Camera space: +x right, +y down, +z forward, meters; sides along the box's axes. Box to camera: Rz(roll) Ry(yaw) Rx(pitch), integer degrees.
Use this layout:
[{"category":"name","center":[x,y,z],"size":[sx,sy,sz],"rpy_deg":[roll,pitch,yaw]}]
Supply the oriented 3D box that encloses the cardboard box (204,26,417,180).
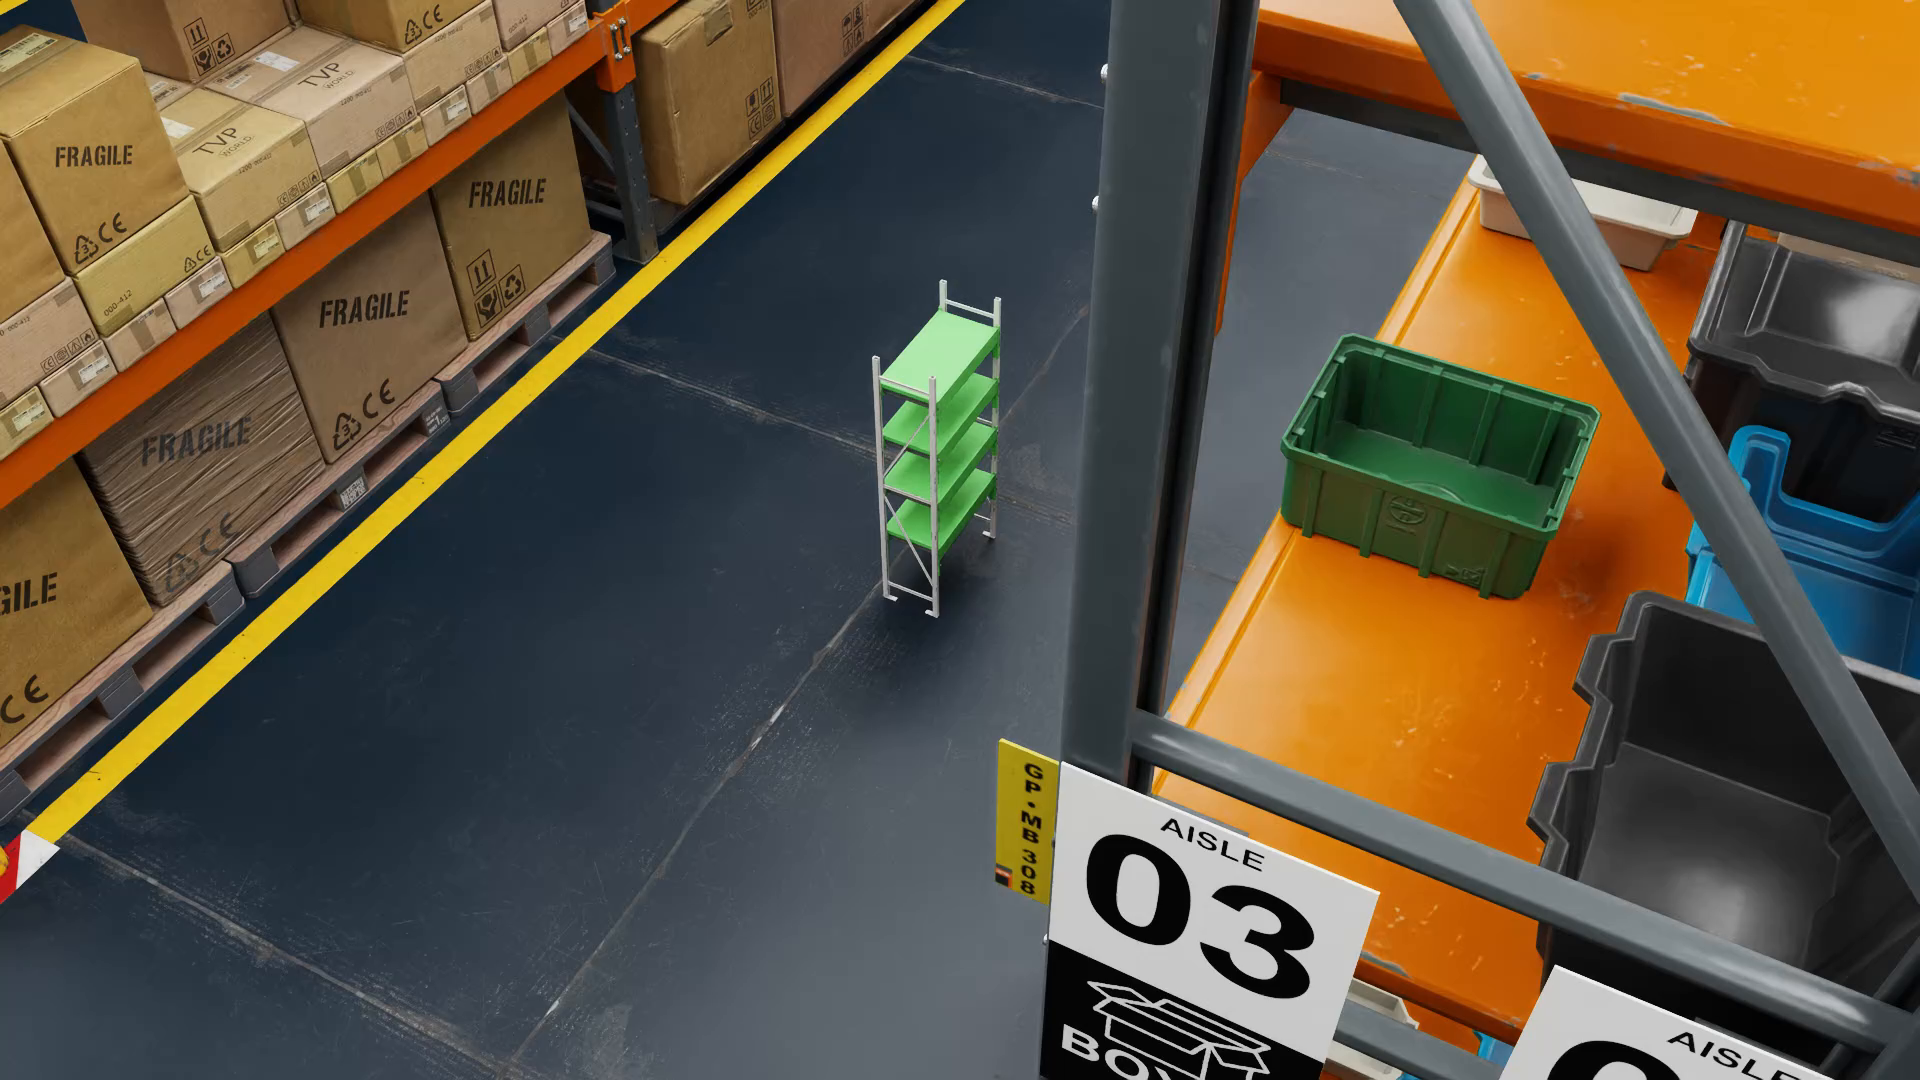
[{"category":"cardboard box","center":[-2.388,-1.620,6.138],"size":[0.500,0.250,0.500],"rpy_deg":[21,49,20]}]

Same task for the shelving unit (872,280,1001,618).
[{"category":"shelving unit","center":[-0.077,-0.317,6.220],"size":[0.258,1.200,0.503],"rpy_deg":[20,49,19]}]

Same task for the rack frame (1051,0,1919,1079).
[{"category":"rack frame","center":[0.590,-0.535,0.951],"size":[1.000,3.000,0.127],"rpy_deg":[20,49,19]}]

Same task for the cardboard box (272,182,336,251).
[{"category":"cardboard box","center":[-2.507,-1.223,6.026],"size":[0.380,0.149,0.250],"rpy_deg":[21,49,20]}]

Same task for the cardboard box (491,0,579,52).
[{"category":"cardboard box","center":[-1.913,-2.268,6.779],"size":[0.500,0.250,0.500],"rpy_deg":[20,49,18]}]

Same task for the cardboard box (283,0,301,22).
[{"category":"cardboard box","center":[-2.625,-2.371,6.354],"size":[0.500,0.500,0.500],"rpy_deg":[20,49,19]}]

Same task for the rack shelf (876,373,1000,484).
[{"category":"rack shelf","center":[-0.077,-0.441,6.095],"size":[0.258,0.148,0.480],"rpy_deg":[20,49,19]}]

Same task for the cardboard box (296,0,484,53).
[{"category":"cardboard box","center":[-2.153,-2.204,6.189],"size":[0.500,0.500,0.500],"rpy_deg":[21,49,19]}]

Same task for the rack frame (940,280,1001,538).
[{"category":"rack frame","center":[0.036,-0.471,6.372],"size":[0.240,1.200,0.015],"rpy_deg":[20,49,19]}]

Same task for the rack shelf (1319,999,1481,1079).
[{"category":"rack shelf","center":[1.518,0.567,4.586],"size":[1.077,0.370,4.000],"rpy_deg":[20,49,19]}]

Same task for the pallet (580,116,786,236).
[{"category":"pallet","center":[-1.649,-2.112,8.689],"size":[1.003,0.211,1.213],"rpy_deg":[20,49,19]}]

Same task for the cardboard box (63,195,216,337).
[{"category":"cardboard box","center":[-2.864,-0.971,5.497],"size":[0.500,0.250,0.500],"rpy_deg":[19,48,18]}]

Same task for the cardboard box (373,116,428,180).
[{"category":"cardboard box","center":[-2.269,-1.544,6.344],"size":[0.380,0.149,0.250],"rpy_deg":[21,49,20]}]

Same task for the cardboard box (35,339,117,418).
[{"category":"cardboard box","center":[-2.984,-0.576,5.387],"size":[0.380,0.149,0.250],"rpy_deg":[20,49,18]}]

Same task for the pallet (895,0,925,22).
[{"category":"pallet","center":[-0.516,-3.649,10.208],"size":[1.003,0.211,1.213],"rpy_deg":[20,49,19]}]

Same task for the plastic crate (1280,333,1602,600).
[{"category":"plastic crate","center":[0.795,-0.121,2.801],"size":[0.450,0.188,0.336],"rpy_deg":[20,49,19]}]

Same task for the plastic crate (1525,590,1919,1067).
[{"category":"plastic crate","center":[1.015,0.415,2.214],"size":[0.497,0.269,0.590],"rpy_deg":[20,49,19]}]

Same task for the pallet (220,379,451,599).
[{"category":"pallet","center":[-2.928,-0.376,6.973],"size":[1.003,0.211,1.213],"rpy_deg":[20,49,19]}]

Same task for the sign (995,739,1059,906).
[{"category":"sign","center":[0.095,0.385,2.225],"size":[0.100,0.325,0.005],"rpy_deg":[20,49,19]}]

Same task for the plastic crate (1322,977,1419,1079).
[{"category":"plastic crate","center":[0.808,1.072,3.724],"size":[0.396,0.136,0.243],"rpy_deg":[20,49,19]}]

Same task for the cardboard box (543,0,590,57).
[{"category":"cardboard box","center":[-1.792,-2.192,6.984],"size":[0.380,0.149,0.250],"rpy_deg":[21,49,19]}]

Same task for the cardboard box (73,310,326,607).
[{"category":"cardboard box","center":[-3.149,-0.465,6.299],"size":[0.875,0.875,0.875],"rpy_deg":[20,49,19]}]

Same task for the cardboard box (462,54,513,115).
[{"category":"cardboard box","center":[-2.031,-1.869,6.664],"size":[0.380,0.149,0.250],"rpy_deg":[20,49,18]}]

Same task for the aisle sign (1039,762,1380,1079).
[{"category":"aisle sign","center":[0.297,0.609,2.211],"size":[0.394,0.787,0.004],"rpy_deg":[20,49,19]}]

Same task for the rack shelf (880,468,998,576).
[{"category":"rack shelf","center":[-0.077,-0.104,6.436],"size":[0.258,0.148,0.480],"rpy_deg":[20,49,19]}]

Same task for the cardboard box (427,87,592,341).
[{"category":"cardboard box","center":[-2.318,-1.592,7.413],"size":[0.875,0.875,0.875],"rpy_deg":[20,49,19]}]

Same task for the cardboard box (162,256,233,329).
[{"category":"cardboard box","center":[-2.746,-0.898,5.705],"size":[0.380,0.149,0.250],"rpy_deg":[20,49,19]}]

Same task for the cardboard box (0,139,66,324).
[{"category":"cardboard box","center":[-3.103,-0.905,4.904],"size":[0.500,0.500,0.500],"rpy_deg":[19,48,18]}]

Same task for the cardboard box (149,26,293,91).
[{"category":"cardboard box","center":[-2.861,-1.783,6.300],"size":[0.500,0.250,0.500],"rpy_deg":[22,49,20]}]

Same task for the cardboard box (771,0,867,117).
[{"category":"cardboard box","center":[-1.247,-2.955,8.760],"size":[1.225,0.875,0.875],"rpy_deg":[19,48,18]}]

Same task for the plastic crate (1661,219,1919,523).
[{"category":"plastic crate","center":[1.542,-0.330,2.902],"size":[0.504,0.338,0.767],"rpy_deg":[20,49,19]}]

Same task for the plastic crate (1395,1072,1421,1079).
[{"category":"plastic crate","center":[0.580,1.268,3.321],"size":[0.616,0.435,0.499],"rpy_deg":[20,49,19]}]

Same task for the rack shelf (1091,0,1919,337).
[{"category":"rack shelf","center":[1.518,-1.401,2.595],"size":[1.077,0.370,4.000],"rpy_deg":[20,49,19]}]

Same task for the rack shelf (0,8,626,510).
[{"category":"rack shelf","center":[-2.869,-1.068,6.203],"size":[1.077,0.370,4.000],"rpy_deg":[20,49,19]}]
